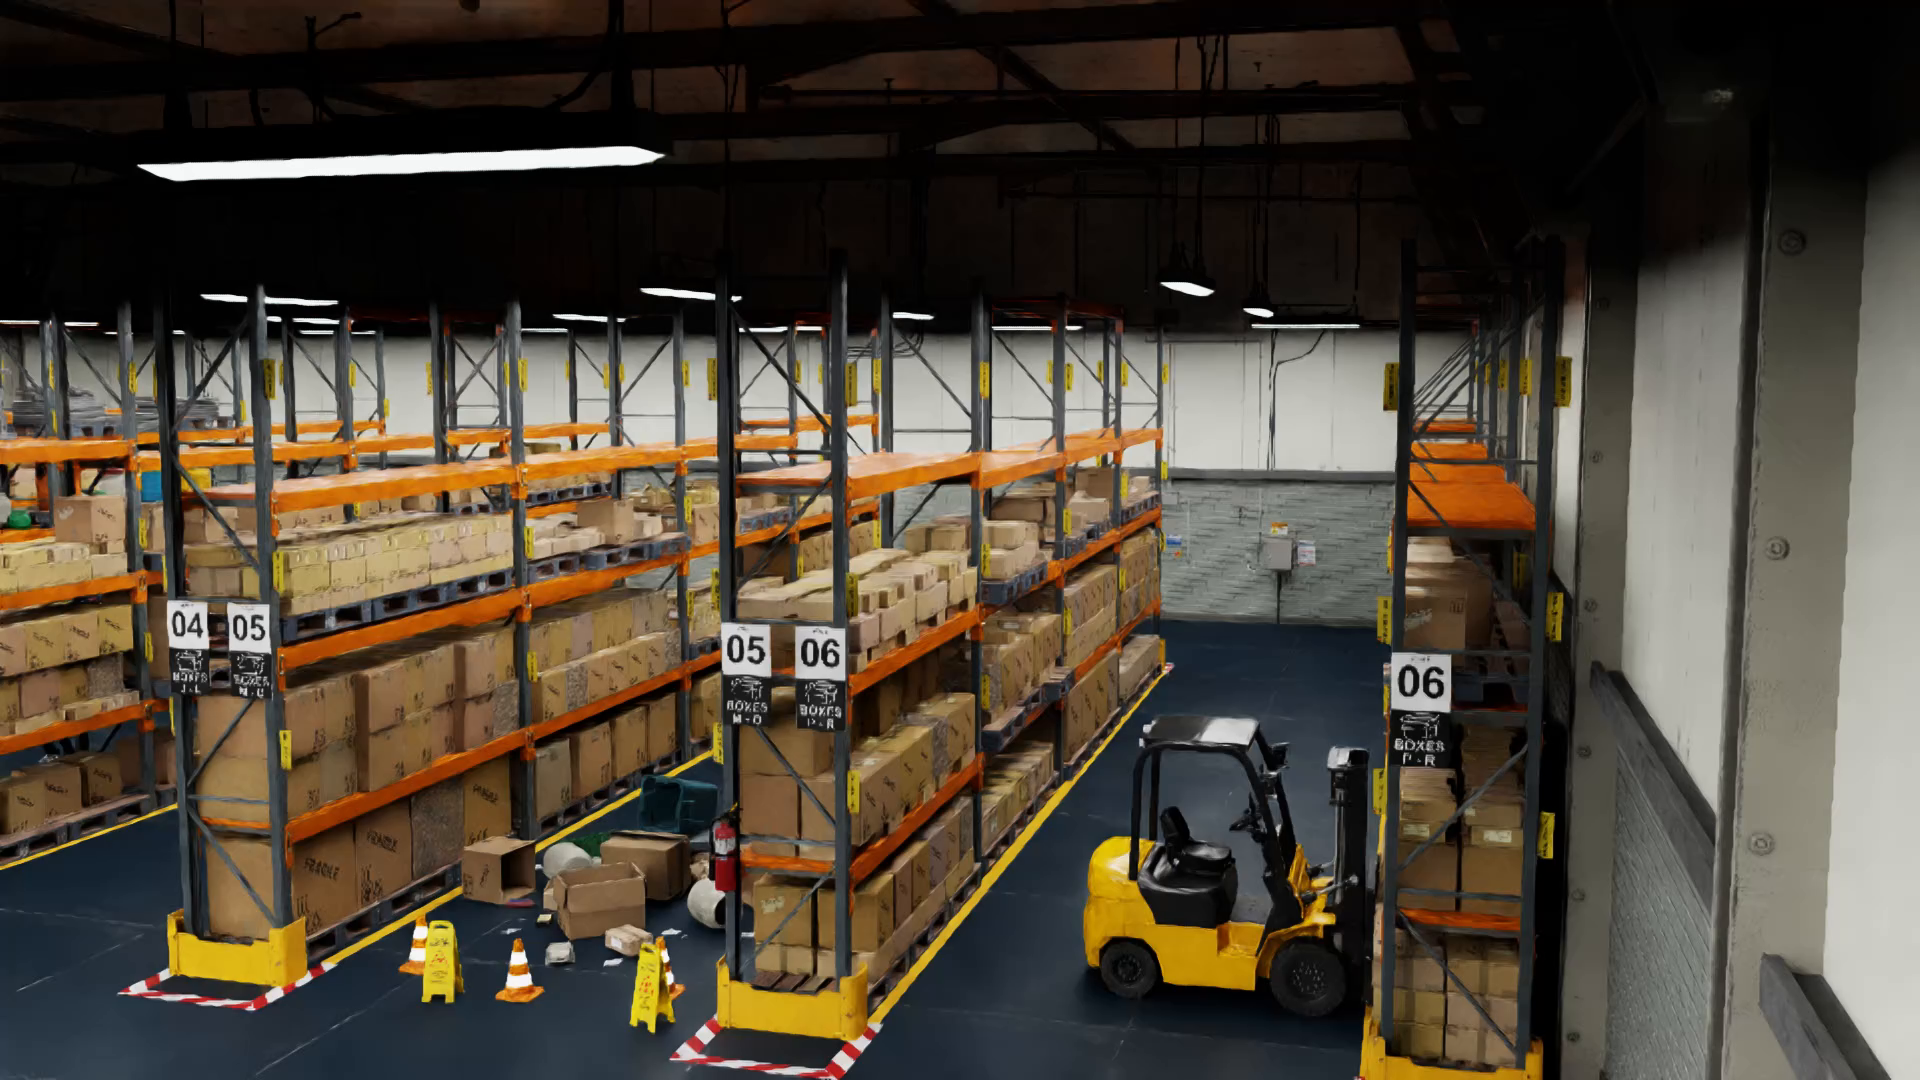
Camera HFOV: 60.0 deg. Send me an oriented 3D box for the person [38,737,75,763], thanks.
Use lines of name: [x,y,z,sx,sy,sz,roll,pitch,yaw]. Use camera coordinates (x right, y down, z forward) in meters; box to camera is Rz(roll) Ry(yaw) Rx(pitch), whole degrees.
person: [-11.639,2.156,21.305,0.566,1.541,0.519,1,6,12]
